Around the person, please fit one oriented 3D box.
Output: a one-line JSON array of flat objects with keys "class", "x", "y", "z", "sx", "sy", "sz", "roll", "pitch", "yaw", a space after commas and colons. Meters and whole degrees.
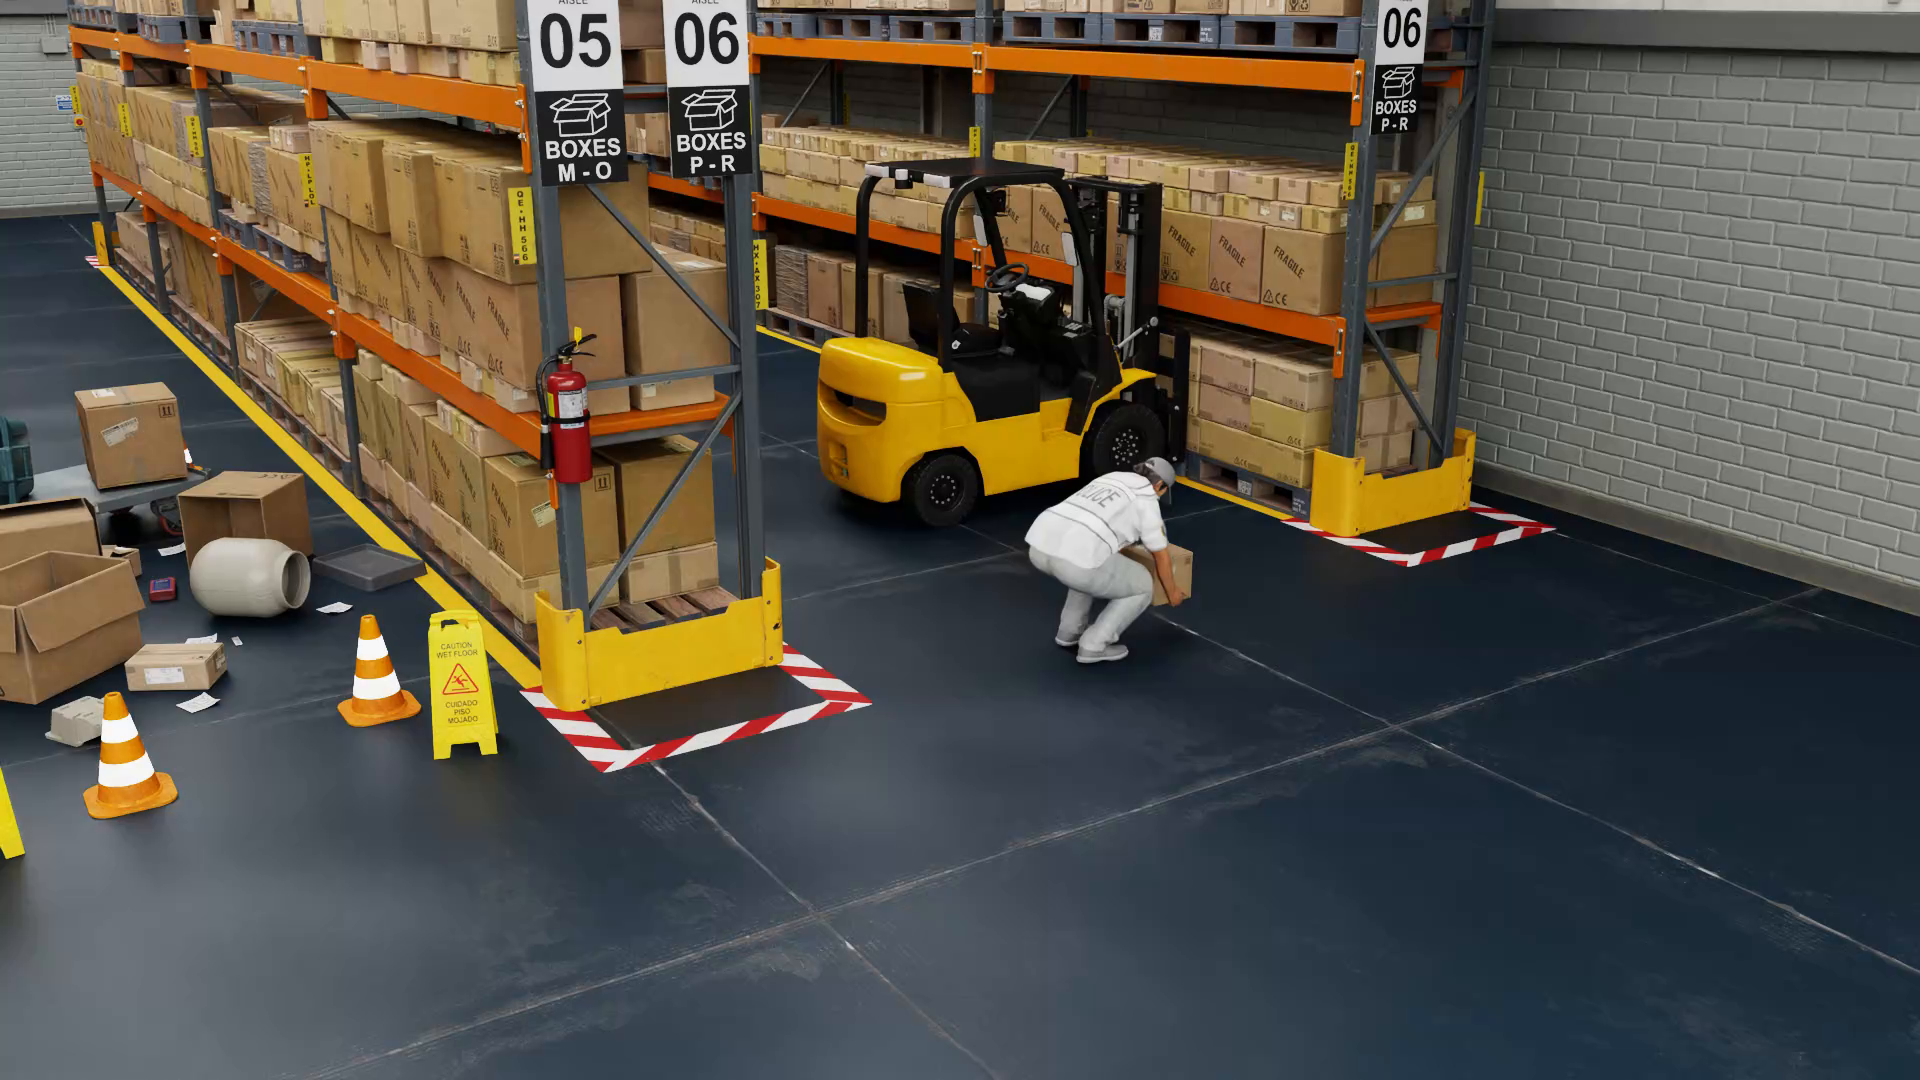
[{"class": "person", "x": 0.751, "y": 0.101, "z": 8.418, "sx": 0.892, "sy": 0.944, "sz": 0.492, "roll": -12, "pitch": 22, "yaw": -33}]
